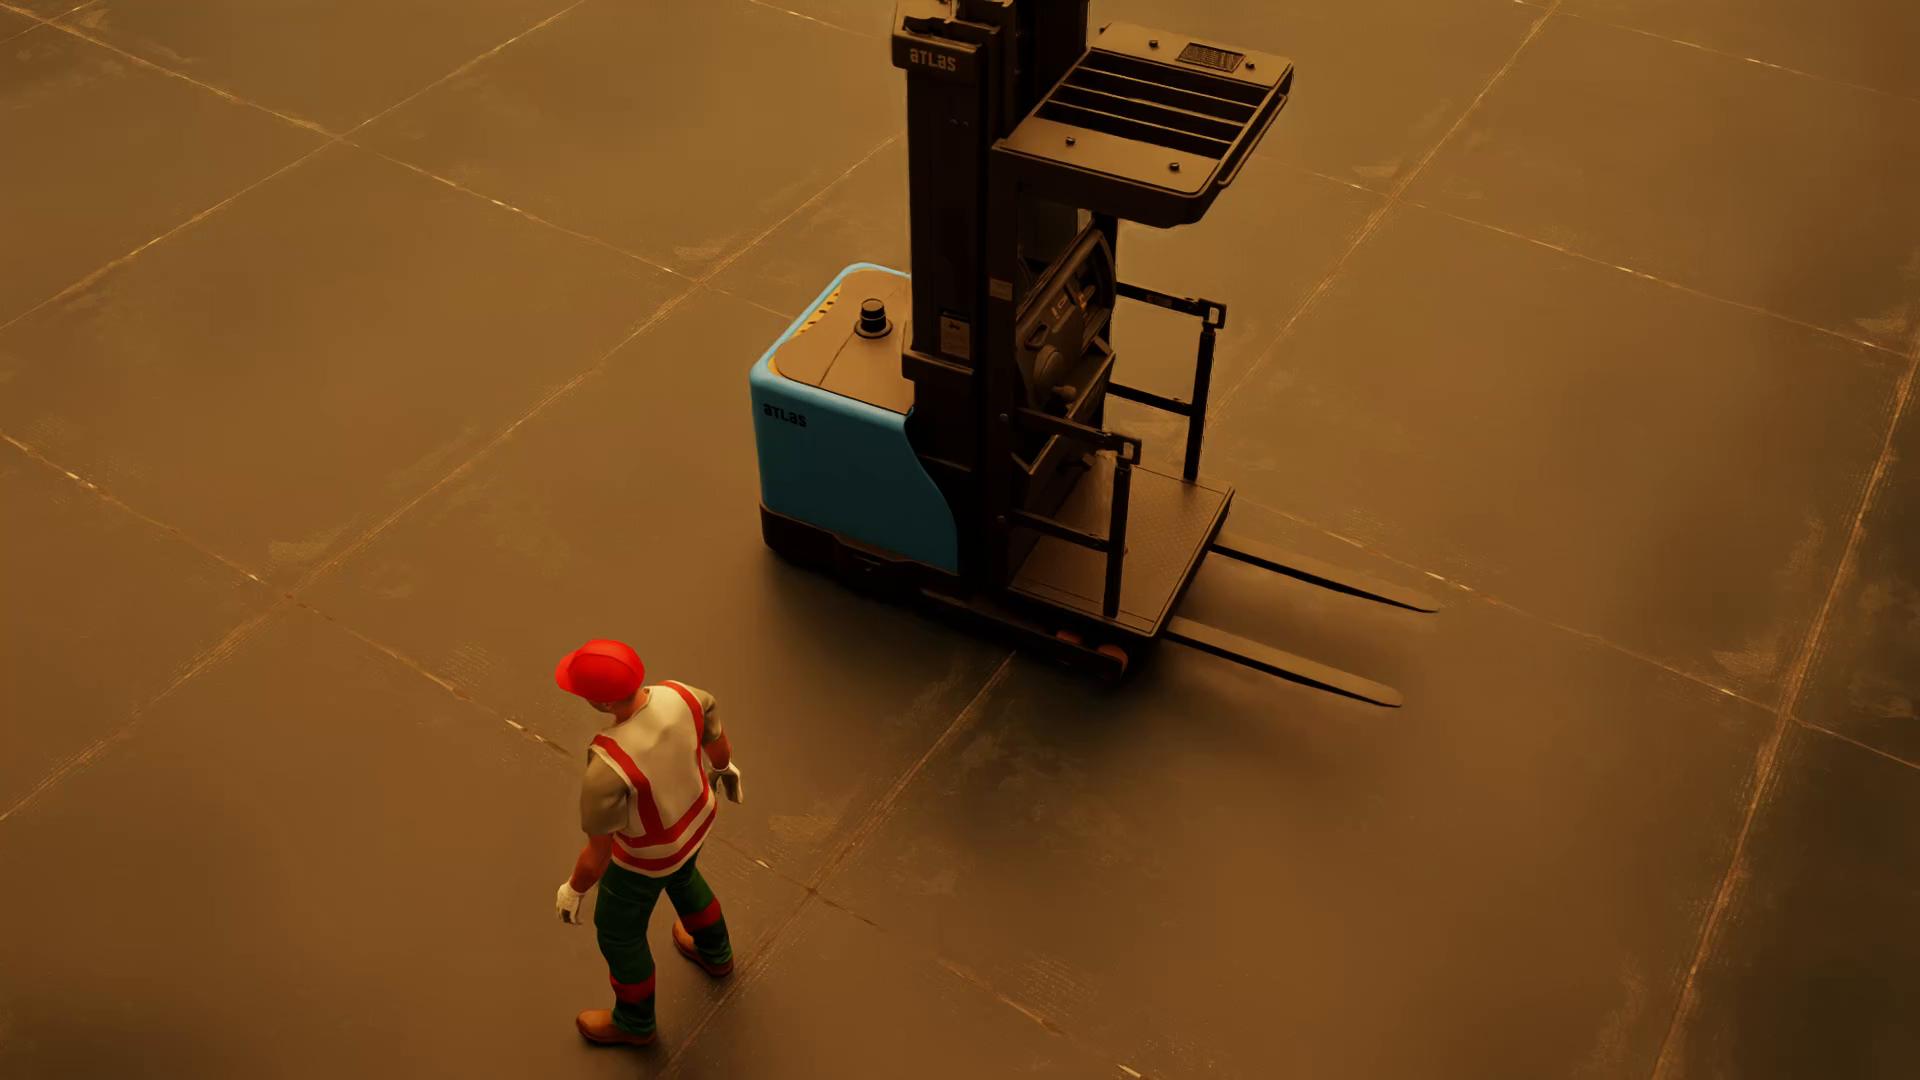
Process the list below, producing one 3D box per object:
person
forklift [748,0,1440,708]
[{"bbox_3d":[-1.063,0.986,5.663,0.412,1.757,0.803,21,47,20],"label":"person"},{"bbox_3d":[0.619,-0.868,6.764,3.031,2.935,1.130,18,46,18],"label":"forklift"}]
